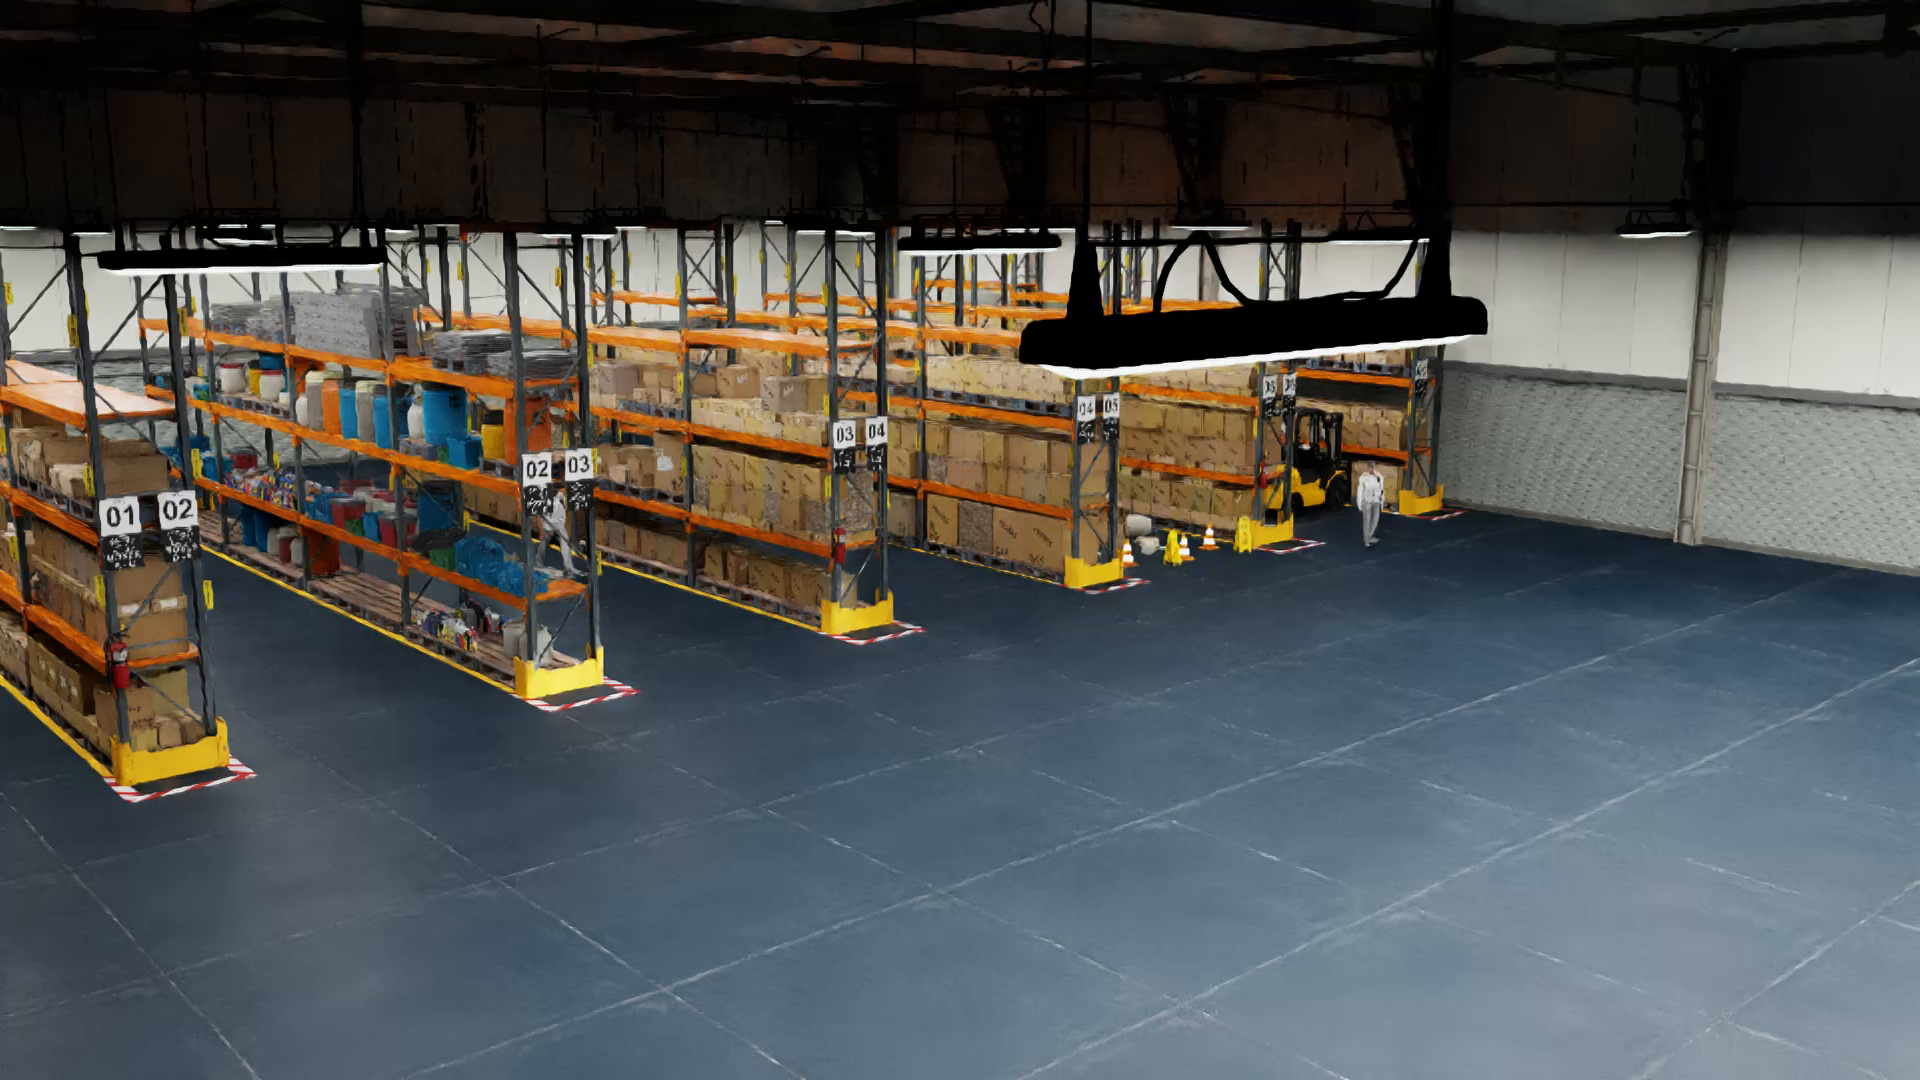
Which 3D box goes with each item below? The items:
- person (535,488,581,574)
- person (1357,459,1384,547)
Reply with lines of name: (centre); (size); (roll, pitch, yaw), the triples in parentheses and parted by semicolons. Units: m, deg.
person: (-7.045, -0.248, 28.778); (0.542, 1.675, 1.126); (-9, 15, -38)
person: (7.705, -0.722, 31.268); (0.514, 1.663, 0.546); (-1, 11, -5)
